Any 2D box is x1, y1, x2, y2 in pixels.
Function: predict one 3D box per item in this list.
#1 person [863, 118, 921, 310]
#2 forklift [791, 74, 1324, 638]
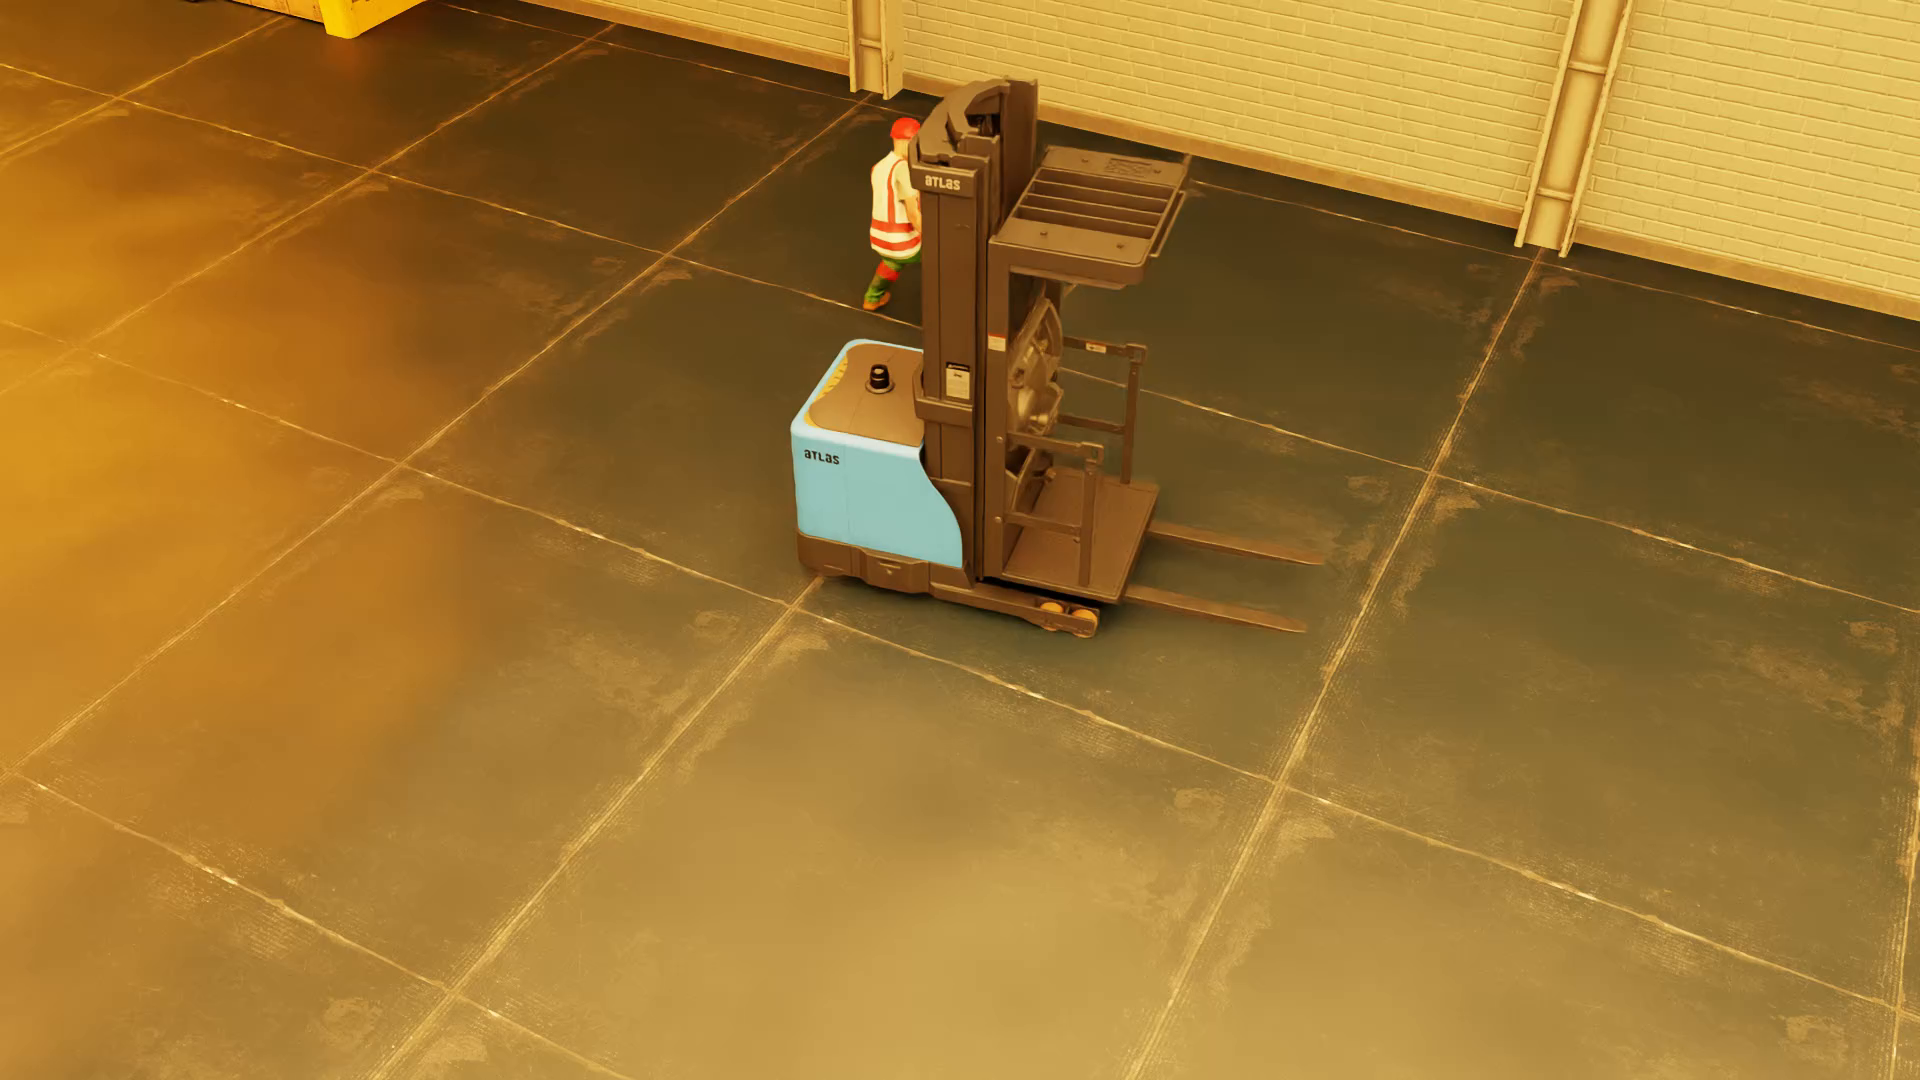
[{"bbox_3d":[-0.331,-2.209,11.744,0.679,1.535,0.811,-32,49,-32],"label":"person"},{"bbox_3d":[0.600,-0.943,9.106,3.031,2.935,1.130,12,42,14],"label":"forklift"}]
